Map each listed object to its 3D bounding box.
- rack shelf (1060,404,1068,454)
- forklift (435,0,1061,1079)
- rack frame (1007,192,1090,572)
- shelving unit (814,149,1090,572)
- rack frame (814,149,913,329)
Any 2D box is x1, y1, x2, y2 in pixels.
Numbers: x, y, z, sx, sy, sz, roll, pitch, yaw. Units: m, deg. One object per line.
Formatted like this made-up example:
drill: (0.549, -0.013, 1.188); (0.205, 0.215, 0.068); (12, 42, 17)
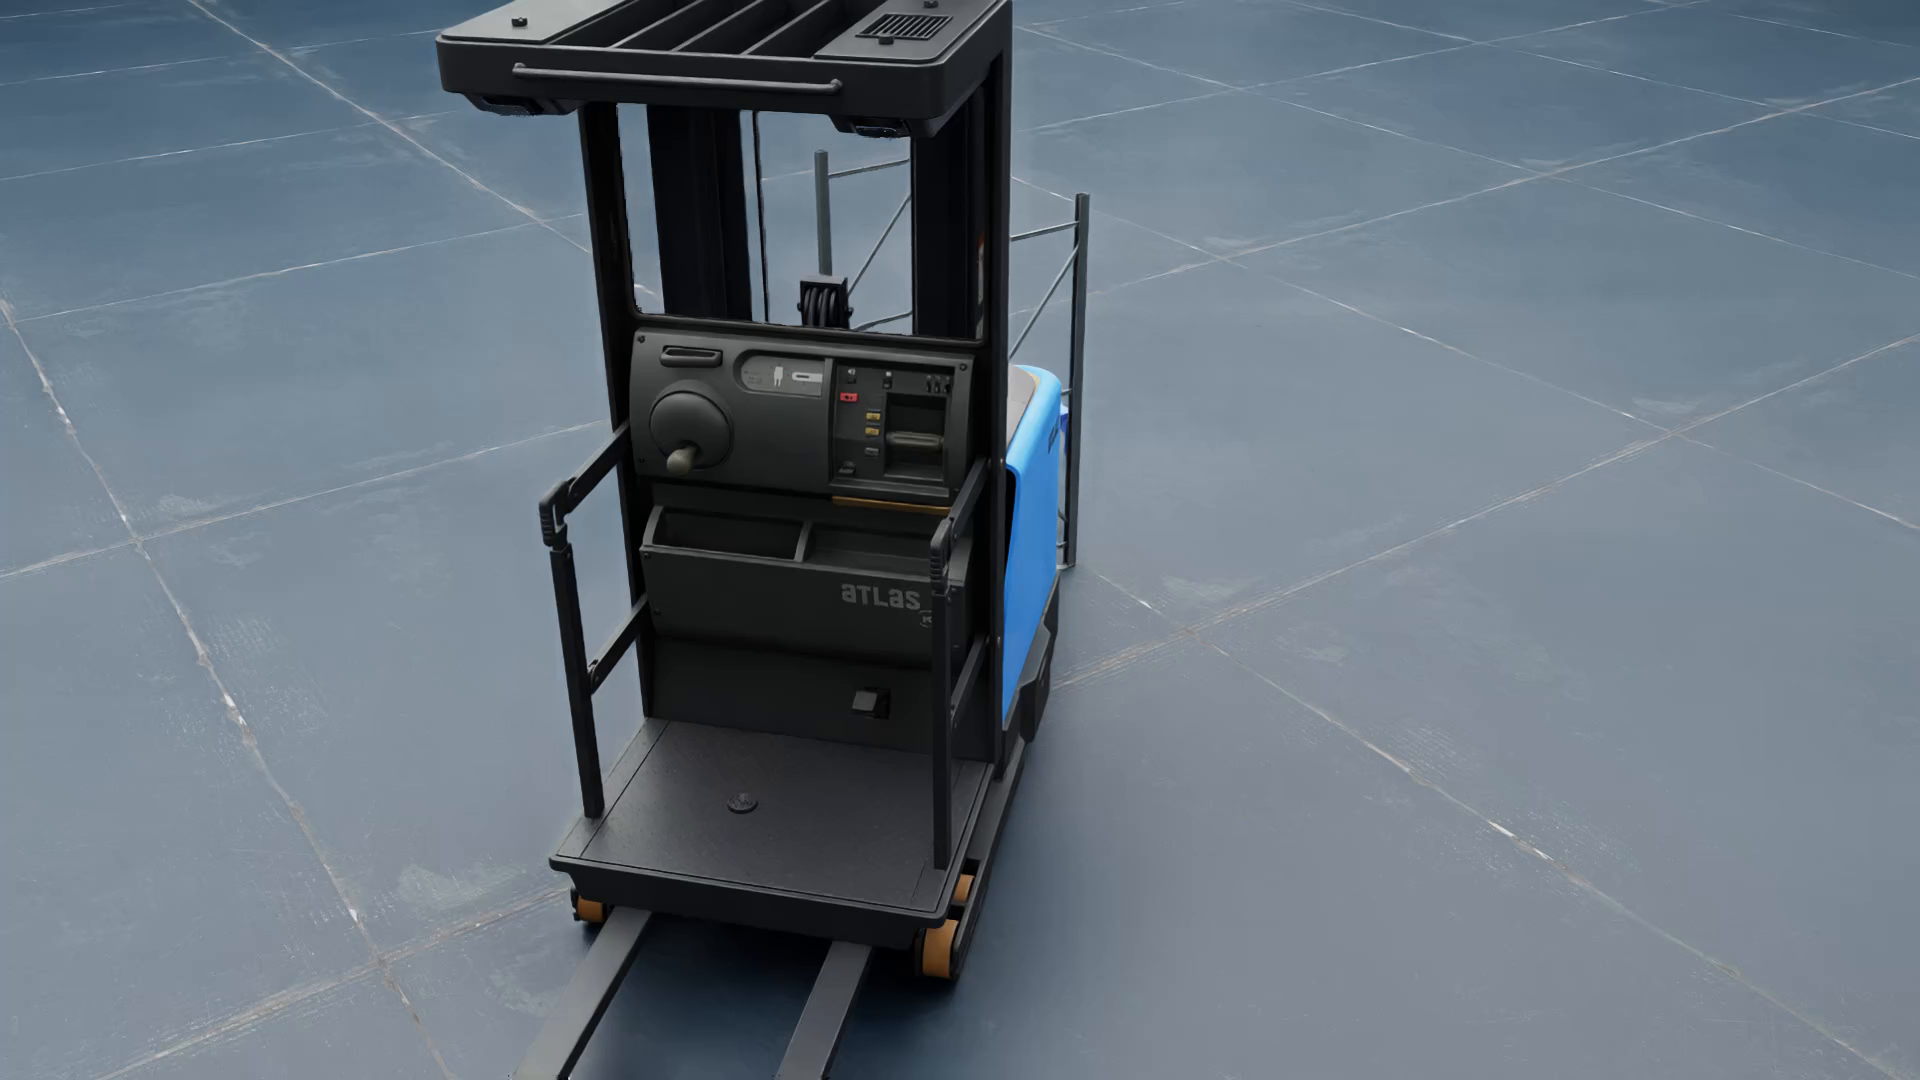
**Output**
rack shelf: (-0.049, -0.534, 6.539); (0.538, 0.185, 1.000); (-19, 34, -31)
forklift: (-0.471, -0.288, 4.210); (1.130, 2.935, 3.031); (6, 29, 11)
rack frame: (0.245, -0.495, 6.089); (0.500, 1.500, 0.032); (-19, 34, -31)
shelving unit: (-0.049, -0.692, 6.453); (0.538, 1.500, 1.048); (-19, 34, -31)
rack frame: (-0.344, -0.890, 6.817); (0.500, 1.500, 0.032); (-19, 34, -31)
